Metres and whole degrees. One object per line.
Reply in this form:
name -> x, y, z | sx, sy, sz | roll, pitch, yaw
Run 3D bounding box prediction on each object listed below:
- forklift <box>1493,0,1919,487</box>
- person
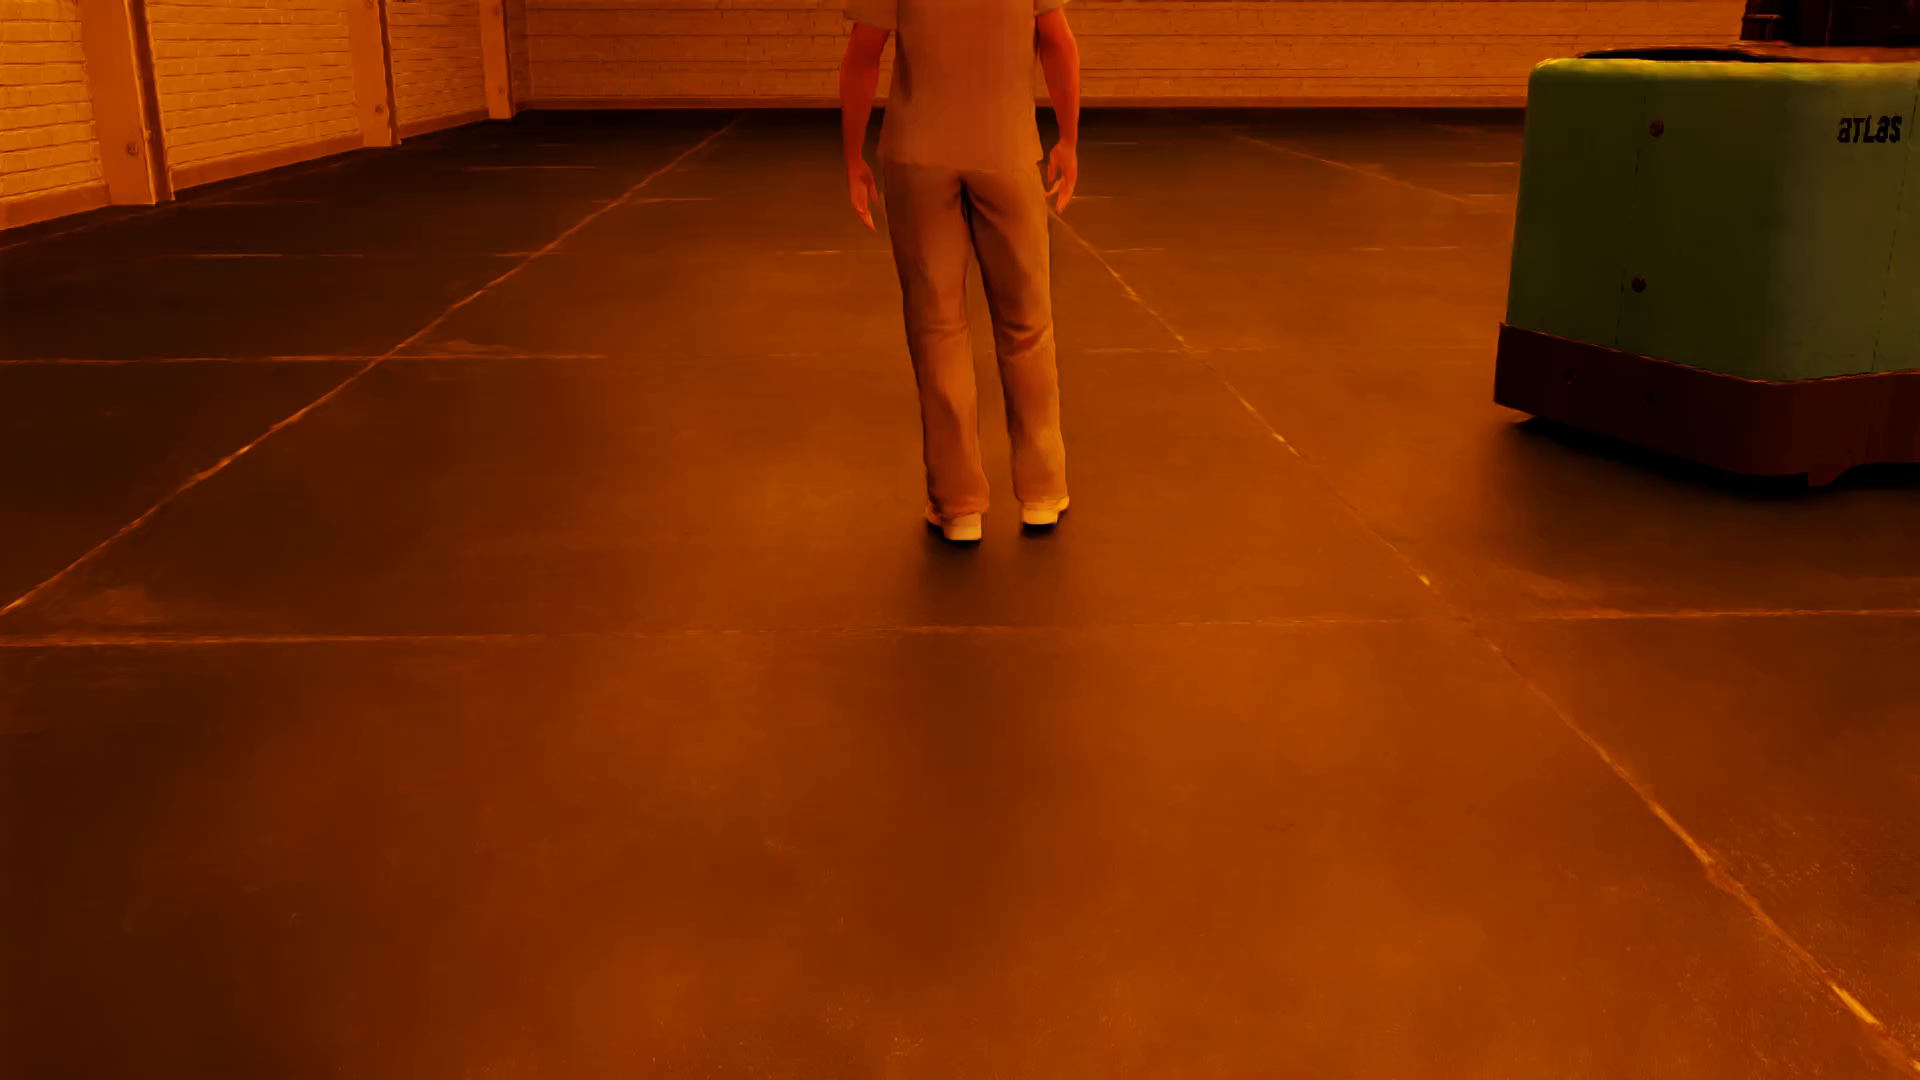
forklift -> 3.185, -1.798, 4.784 | 3.031, 2.935, 1.130 | -7, 18, -22
person -> 0.010, -0.830, 3.742 | 0.550, 1.674, 0.548 | -1, 17, -3
